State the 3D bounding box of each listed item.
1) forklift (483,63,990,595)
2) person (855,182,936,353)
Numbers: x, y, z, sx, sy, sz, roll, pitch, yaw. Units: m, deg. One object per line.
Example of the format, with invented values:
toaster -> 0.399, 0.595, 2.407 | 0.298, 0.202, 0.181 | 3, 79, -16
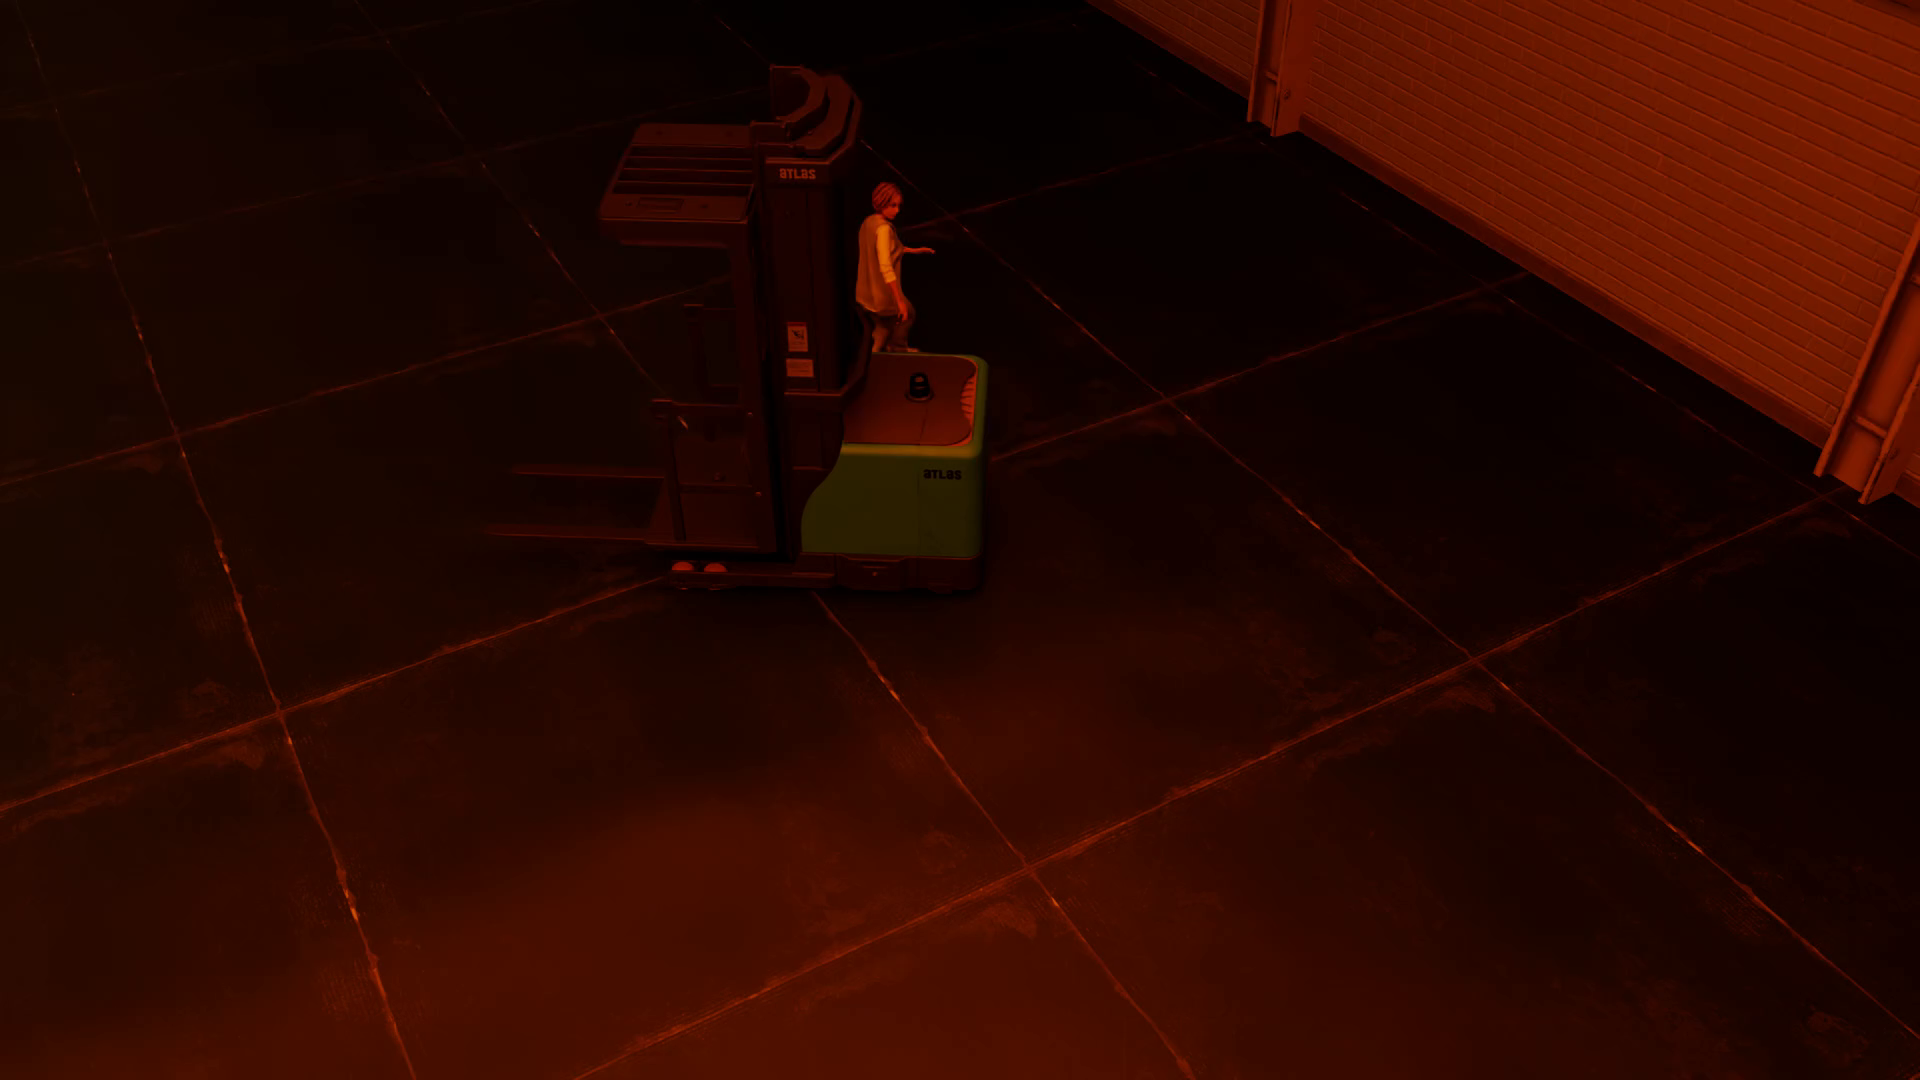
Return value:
forklift -> -1.349, -1.160, 9.435 | 3.031, 2.935, 1.130 | 2, 40, 2
person -> -0.402, -1.691, 11.243 | 0.744, 1.466, 0.656 | -31, 49, -32
